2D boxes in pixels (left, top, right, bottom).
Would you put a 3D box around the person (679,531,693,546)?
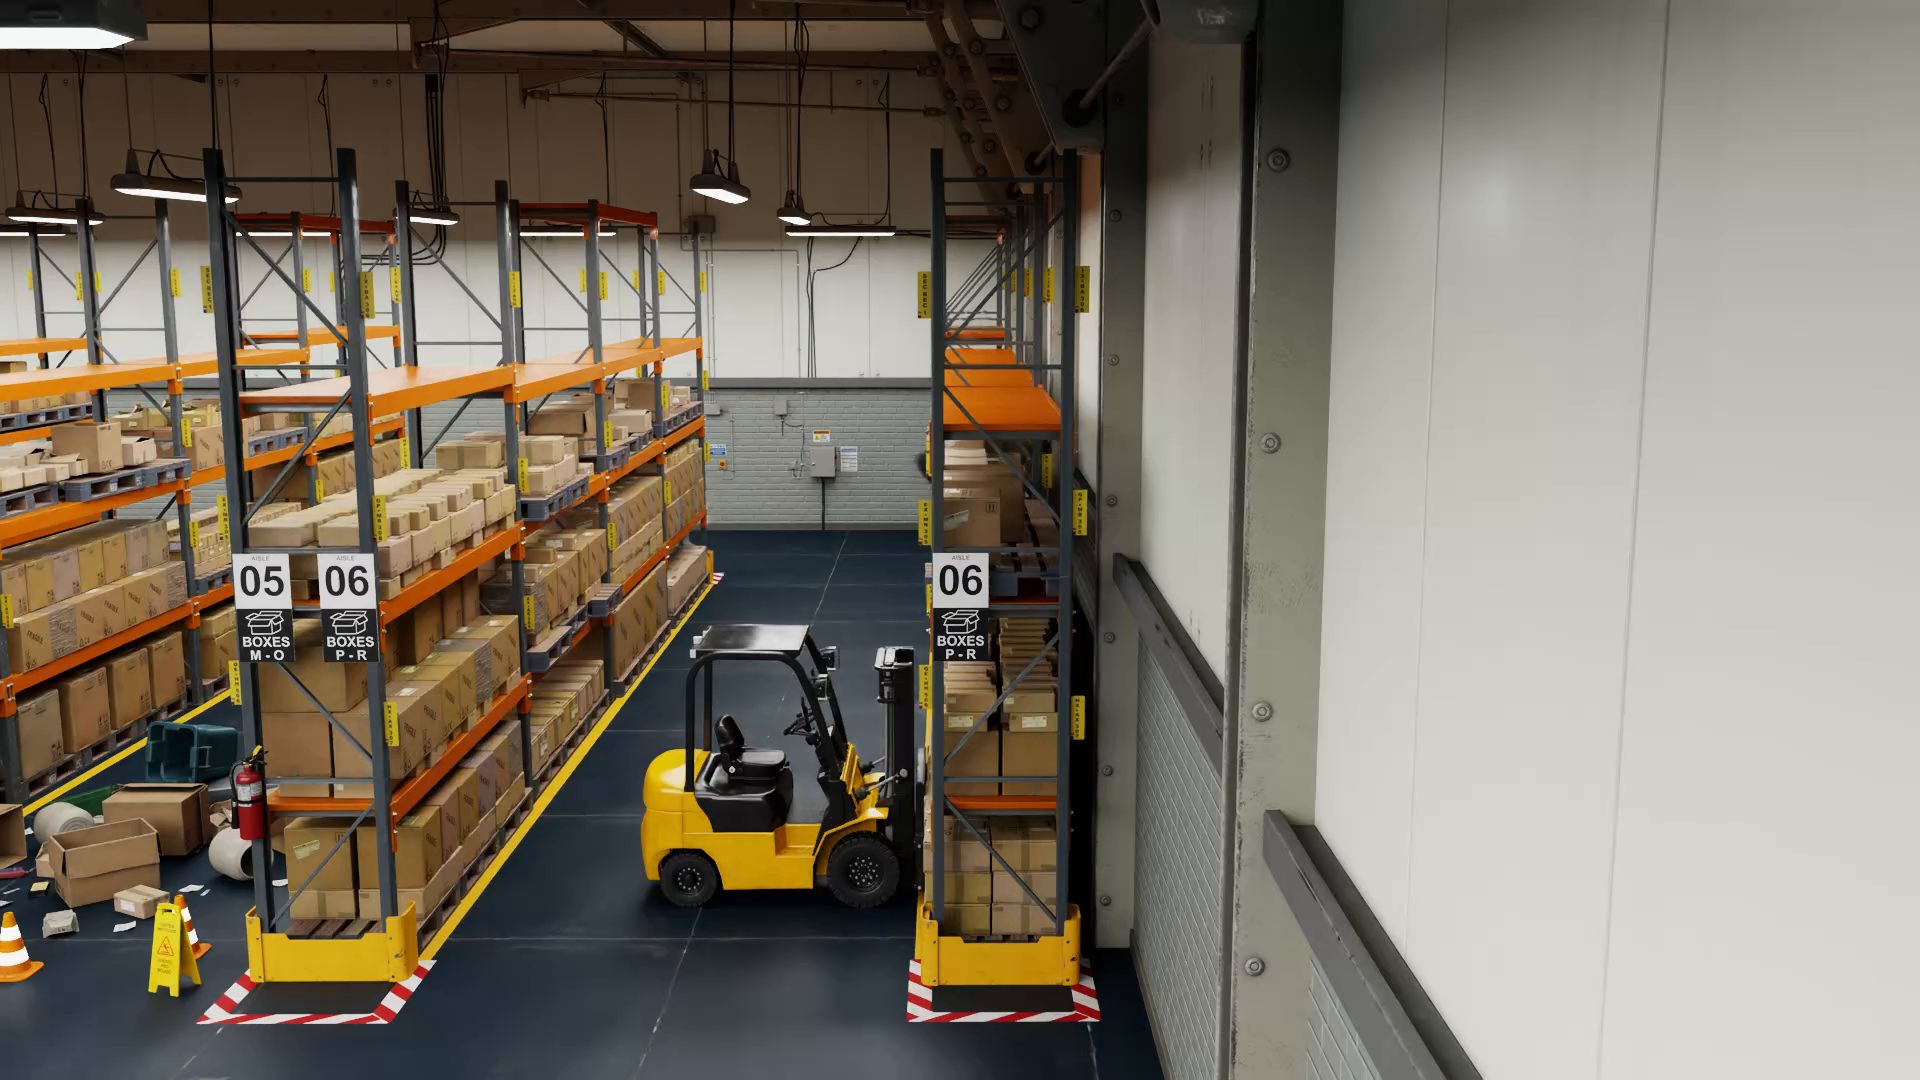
[{"bbox_3d":[-4.882,-0.260,28.968,0.730,1.716,0.590,0,9,-3],"label":"person"}]
